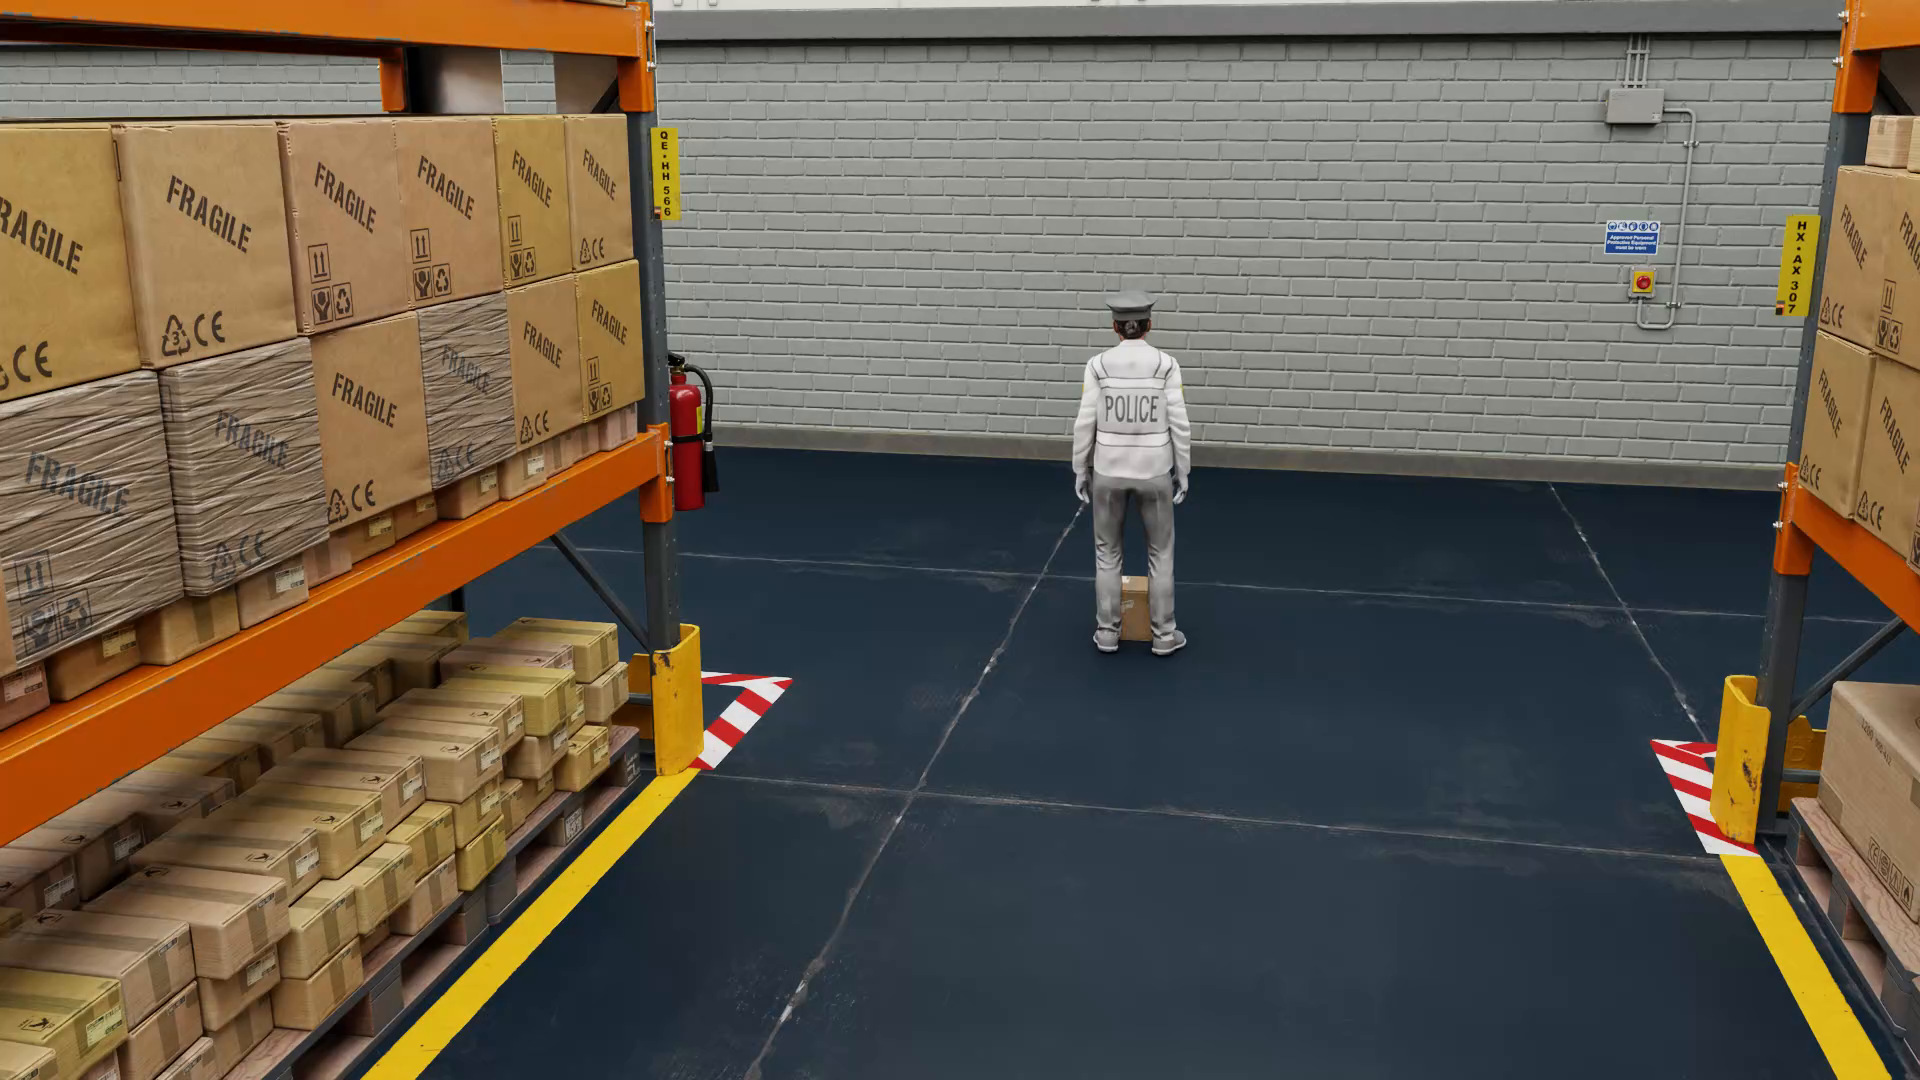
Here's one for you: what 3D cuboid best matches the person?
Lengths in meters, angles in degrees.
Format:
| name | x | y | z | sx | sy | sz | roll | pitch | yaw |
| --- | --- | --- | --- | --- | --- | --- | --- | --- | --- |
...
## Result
| name | x | y | z | sx | sy | sz | roll | pitch | yaw |
| --- | --- | --- | --- | --- | --- | --- | --- | --- | --- |
| person | 0.788 | -0.295 | 7.620 | 0.547 | 1.666 | 0.372 | 2 | 15 | 8 |
